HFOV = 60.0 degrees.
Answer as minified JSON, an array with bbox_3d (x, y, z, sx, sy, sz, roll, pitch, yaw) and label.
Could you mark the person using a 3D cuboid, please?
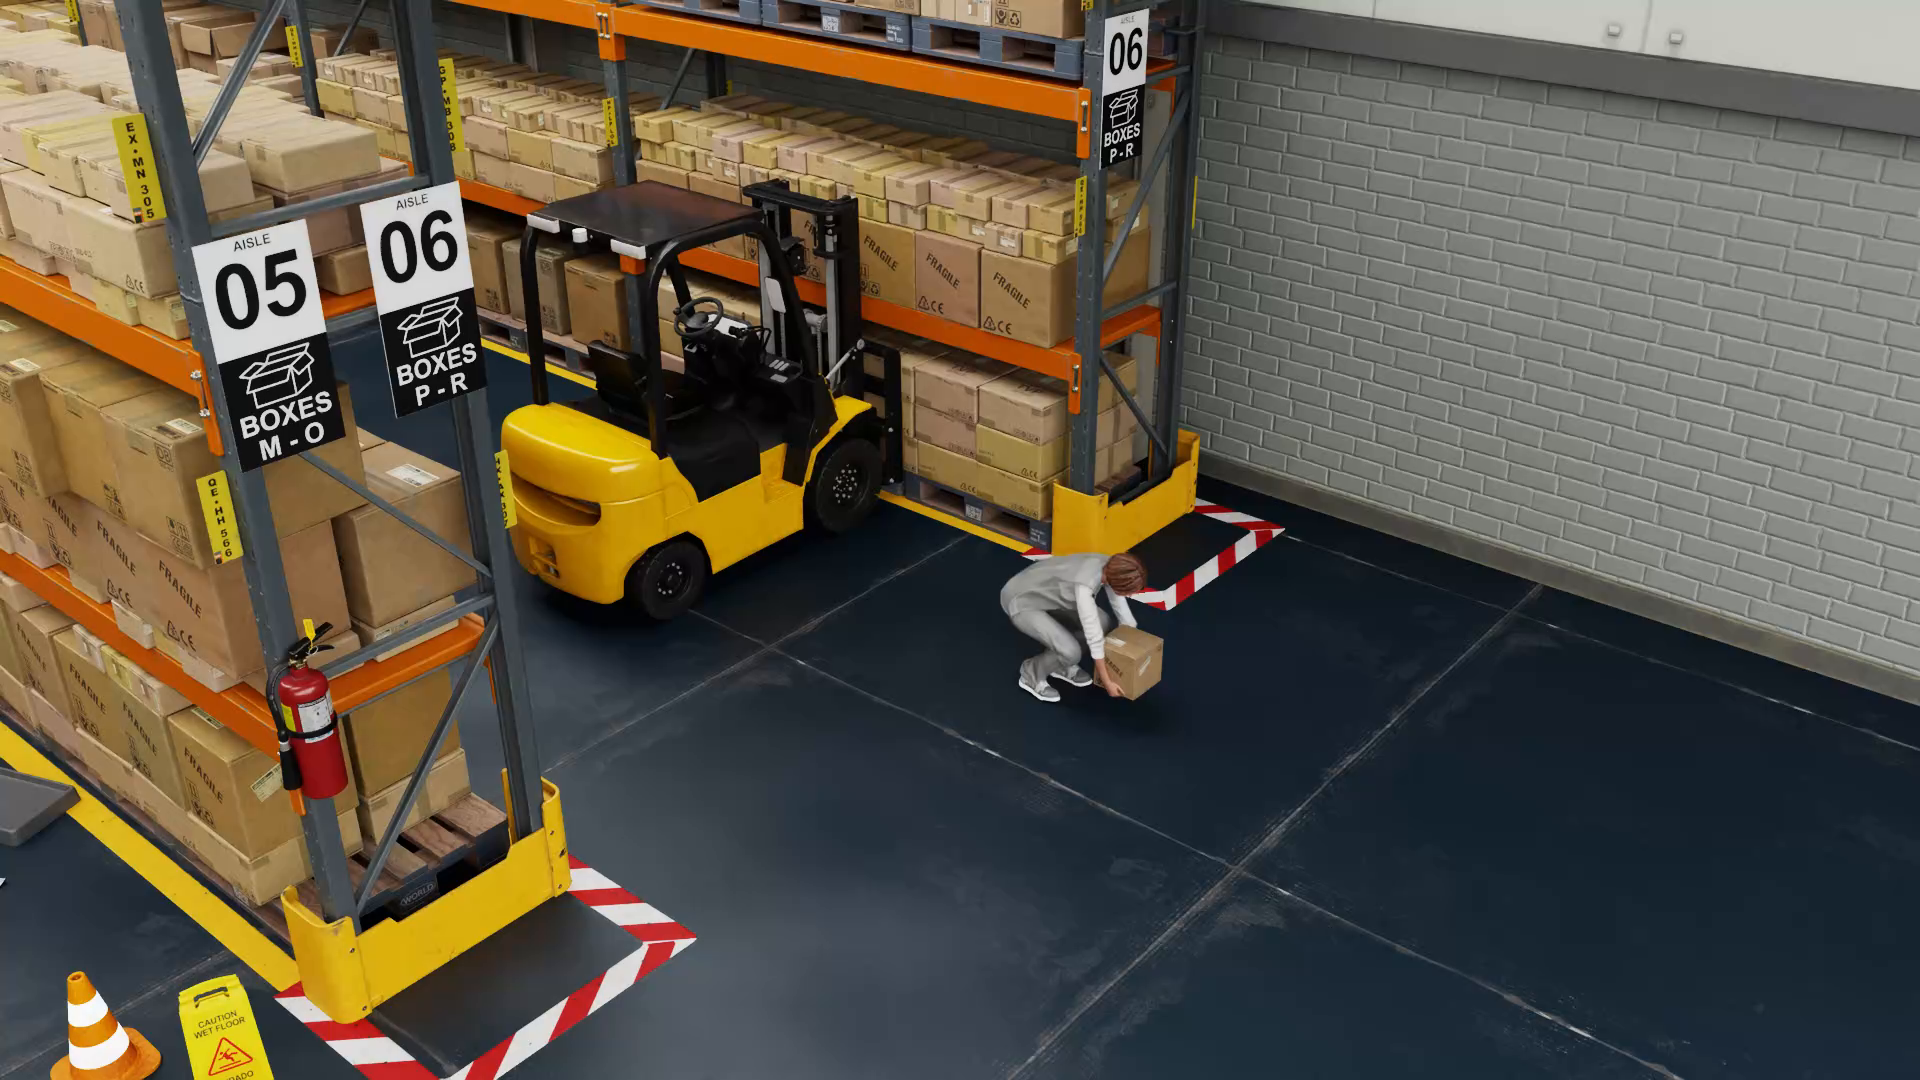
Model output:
[{"bbox_3d":[0.594,0.417,8.598,0.835,0.896,0.419,20,34,33],"label":"person"}]
